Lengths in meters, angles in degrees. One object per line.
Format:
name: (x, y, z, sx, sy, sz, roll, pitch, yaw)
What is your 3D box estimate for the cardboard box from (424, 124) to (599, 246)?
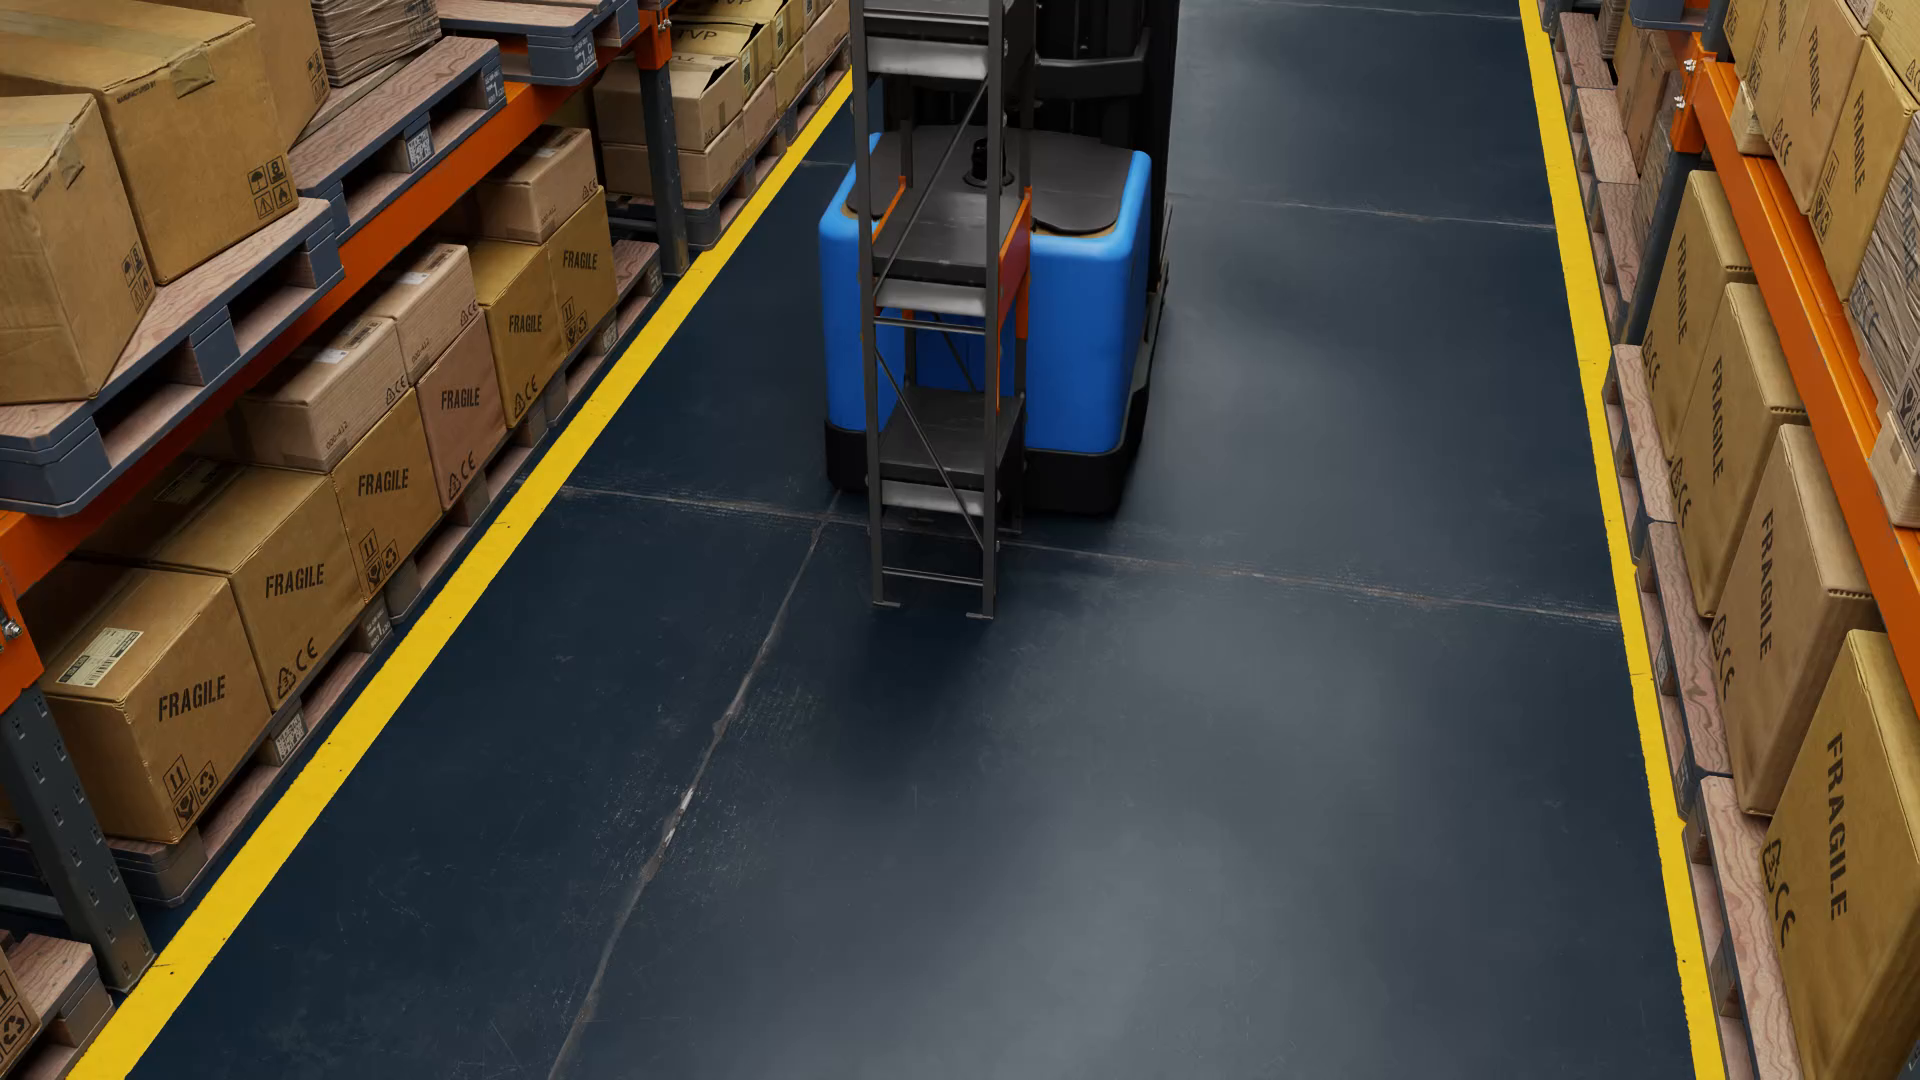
cardboard box: (-1.685, -1.334, 6.150, 0.500, 0.250, 0.500, 9, 37, 12)

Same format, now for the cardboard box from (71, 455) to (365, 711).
cardboard box: (-2.117, 0.111, 4.796, 0.500, 0.500, 0.500, 8, 37, 11)

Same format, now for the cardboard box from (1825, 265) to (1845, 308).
cardboard box: (2.520, -0.709, 4.370, 0.380, 0.149, 0.250, 8, 37, 10)

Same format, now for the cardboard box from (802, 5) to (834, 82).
cardboard box: (-0.987, -2.663, 8.854, 0.500, 0.250, 0.500, 8, 37, 11)

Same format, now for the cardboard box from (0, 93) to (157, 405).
cardboard box: (-2.242, -0.623, 3.611, 0.700, 0.500, 0.500, -4, 36, -6)

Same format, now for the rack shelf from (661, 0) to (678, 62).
rack shelf: (-1.280, -3.318, 8.384, 1.077, 0.370, 4.000, 7, 37, 10)

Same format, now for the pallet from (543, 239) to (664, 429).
pallet: (-1.903, -0.910, 6.826, 1.003, 0.211, 1.213, 7, 37, 10)

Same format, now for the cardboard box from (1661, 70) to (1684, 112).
cardboard box: (3.460, -1.710, 7.308, 0.700, 0.500, 0.500, 7, 37, 10)

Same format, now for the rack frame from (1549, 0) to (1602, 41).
rack frame: (3.988, -4.137, 8.902, 1.000, 3.000, 0.127, 7, 37, 10)

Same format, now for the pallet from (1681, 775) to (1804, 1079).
pallet: (2.370, 1.127, 4.015, 1.003, 0.211, 1.213, 7, 37, 10)

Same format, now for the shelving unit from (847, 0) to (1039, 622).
shelving unit: (-0.035, -0.755, 5.003, 0.431, 2.100, 0.503, 7, 37, 10)

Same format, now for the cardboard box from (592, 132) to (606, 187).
cardboard box: (-1.833, -1.851, 7.733, 0.500, 0.250, 0.500, 8, 37, 11)

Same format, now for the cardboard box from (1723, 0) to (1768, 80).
cardboard box: (2.780, -1.766, 5.275, 0.500, 0.500, 0.500, 8, 37, 11)

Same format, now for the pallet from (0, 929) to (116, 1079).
pallet: (-2.709, 1.354, 3.703, 1.003, 0.211, 1.213, 7, 37, 10)

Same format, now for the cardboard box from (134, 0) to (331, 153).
cardboard box: (-2.244, -1.400, 4.683, 0.700, 0.500, 0.500, -1, 36, -2)

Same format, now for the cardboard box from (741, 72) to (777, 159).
cardboard box: (-1.202, -2.071, 8.036, 0.500, 0.250, 0.500, 6, 36, 9)

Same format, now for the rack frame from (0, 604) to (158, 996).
rack frame: (-2.561, -0.169, 3.427, 1.000, 3.000, 0.127, 7, 37, 10)

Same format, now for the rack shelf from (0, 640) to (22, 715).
rack shelf: (-2.988, 1.269, 2.056, 1.077, 0.370, 4.000, 7, 37, 10)

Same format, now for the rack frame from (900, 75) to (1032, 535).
rack frame: (0.017, -0.895, 5.196, 0.400, 2.100, 0.015, 7, 37, 10)

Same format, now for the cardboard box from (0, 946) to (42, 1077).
cardboard box: (-2.406, 1.027, 3.532, 0.500, 0.500, 0.500, 7, 37, 10)

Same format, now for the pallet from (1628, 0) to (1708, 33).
pallet: (3.181, -2.188, 6.376, 1.213, 0.211, 1.003, 7, 37, 10)

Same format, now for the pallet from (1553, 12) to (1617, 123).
pallet: (3.823, -2.561, 9.104, 1.003, 0.211, 1.213, 7, 37, 10)

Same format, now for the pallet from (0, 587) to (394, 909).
pallet: (-2.424, 0.489, 4.896, 1.003, 0.211, 1.213, 7, 37, 10)

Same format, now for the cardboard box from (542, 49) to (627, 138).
cardboard box: (-1.836, -2.077, 7.567, 0.500, 0.311, 0.500, 8, 37, 11)

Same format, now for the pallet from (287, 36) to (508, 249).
pallet: (-2.118, -1.269, 5.109, 1.003, 0.211, 1.213, 7, 37, 10)

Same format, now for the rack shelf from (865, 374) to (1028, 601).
rack shelf: (-0.035, -0.177, 5.422, 0.431, 0.518, 0.480, 7, 37, 10)

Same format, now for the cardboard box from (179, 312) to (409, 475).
cardboard box: (-2.006, -0.459, 4.943, 0.500, 0.250, 0.500, 7, 37, 10)

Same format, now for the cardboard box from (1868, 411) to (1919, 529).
cardboard box: (2.204, -0.135, 3.578, 0.380, 0.149, 0.250, 7, 37, 10)

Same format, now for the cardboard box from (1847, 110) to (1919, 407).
cardboard box: (2.346, -0.596, 3.661, 0.500, 0.500, 0.500, 7, 37, 10)

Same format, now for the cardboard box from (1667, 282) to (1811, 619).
cardboard box: (2.655, -0.237, 4.994, 0.750, 0.750, 0.750, 7, 37, 10)

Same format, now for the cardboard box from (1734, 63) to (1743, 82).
cardboard box: (2.837, -1.590, 5.585, 0.380, 0.149, 0.250, 7, 36, 9)

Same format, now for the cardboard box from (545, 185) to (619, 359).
cardboard box: (-1.677, -1.063, 6.415, 0.500, 0.500, 0.500, 9, 37, 12)

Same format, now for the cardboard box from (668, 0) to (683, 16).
cardboard box: (-1.620, -2.665, 8.378, 0.500, 0.311, 0.500, 7, 37, 10)

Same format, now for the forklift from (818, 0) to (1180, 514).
forklift: (0.295, -2.138, 6.202, 1.130, 2.935, 3.031, 6, 36, 8)

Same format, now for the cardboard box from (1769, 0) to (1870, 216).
cardboard box: (2.552, -1.183, 4.470, 0.500, 0.500, 0.500, 7, 37, 10)

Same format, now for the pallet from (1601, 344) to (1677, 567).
pallet: (2.891, -0.272, 5.945, 1.003, 0.211, 1.213, 7, 37, 10)

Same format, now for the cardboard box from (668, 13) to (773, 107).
cardboard box: (-1.204, -2.312, 7.891, 0.500, 0.311, 0.500, 6, 36, 9)

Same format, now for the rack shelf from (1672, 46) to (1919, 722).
rack shelf: (2.706, -0.406, 4.367, 1.077, 0.370, 4.000, 7, 37, 10)

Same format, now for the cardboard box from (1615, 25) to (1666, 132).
cardboard box: (3.637, -2.289, 8.107, 0.700, 0.500, 0.500, 8, 37, 10)

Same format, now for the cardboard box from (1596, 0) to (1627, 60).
cardboard box: (3.847, -2.879, 8.921, 0.700, 0.500, 0.500, 9, 37, 12)

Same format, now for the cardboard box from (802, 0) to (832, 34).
cardboard box: (-0.984, -2.899, 8.701, 0.500, 0.311, 0.500, 7, 36, 9)

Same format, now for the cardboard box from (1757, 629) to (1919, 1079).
cardboard box: (2.291, 0.761, 3.618, 0.750, 0.750, 0.750, 8, 37, 11)

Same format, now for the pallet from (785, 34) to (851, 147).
pallet: (-1.230, -2.498, 9.016, 1.003, 0.211, 1.213, 7, 37, 10)

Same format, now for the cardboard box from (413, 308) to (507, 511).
cardboard box: (-1.894, -0.464, 5.590, 0.500, 0.500, 0.500, 6, 36, 8)

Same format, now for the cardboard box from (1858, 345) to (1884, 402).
cardboard box: (2.389, -0.409, 3.955, 0.380, 0.149, 0.250, 6, 36, 9)
